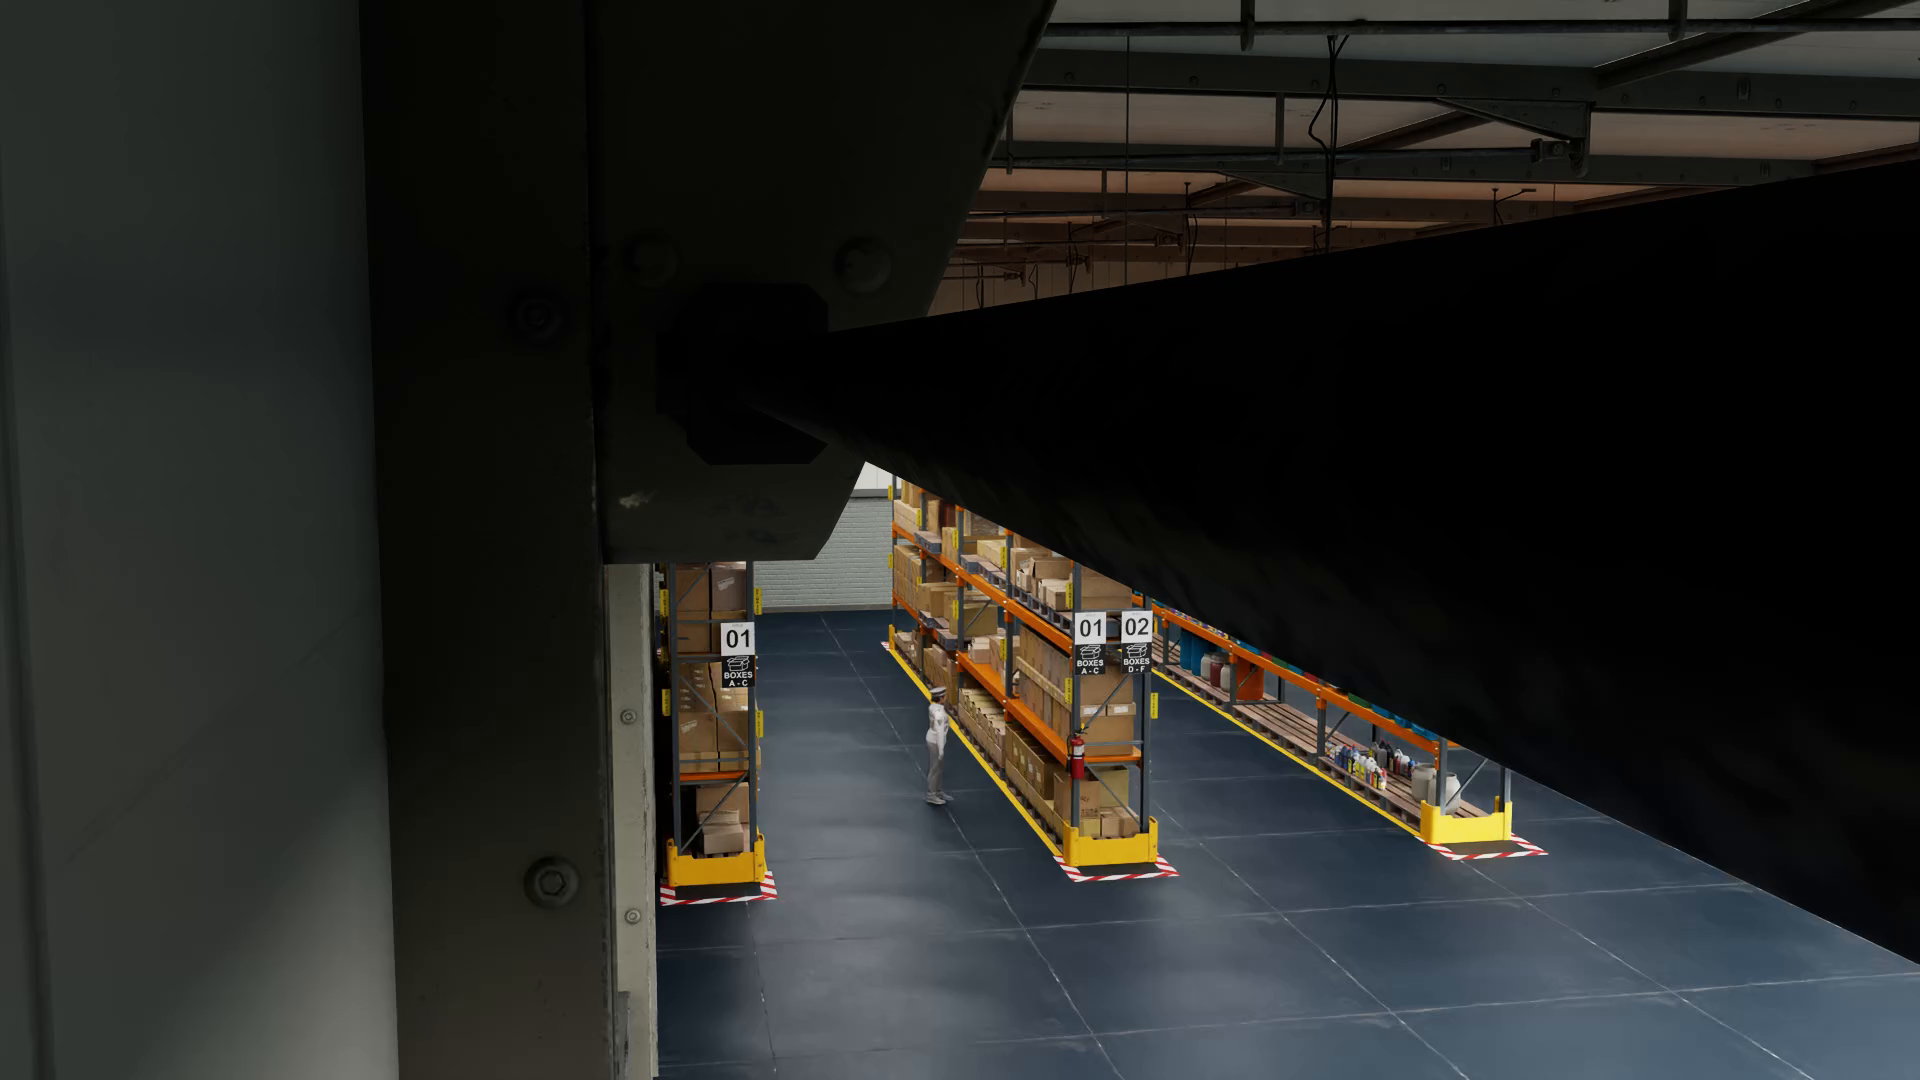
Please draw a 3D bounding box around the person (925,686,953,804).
[{"bbox_3d":[-0.286,2.931,23.775,0.407,1.696,0.509,-1,6,-8],"label":"person"}]
